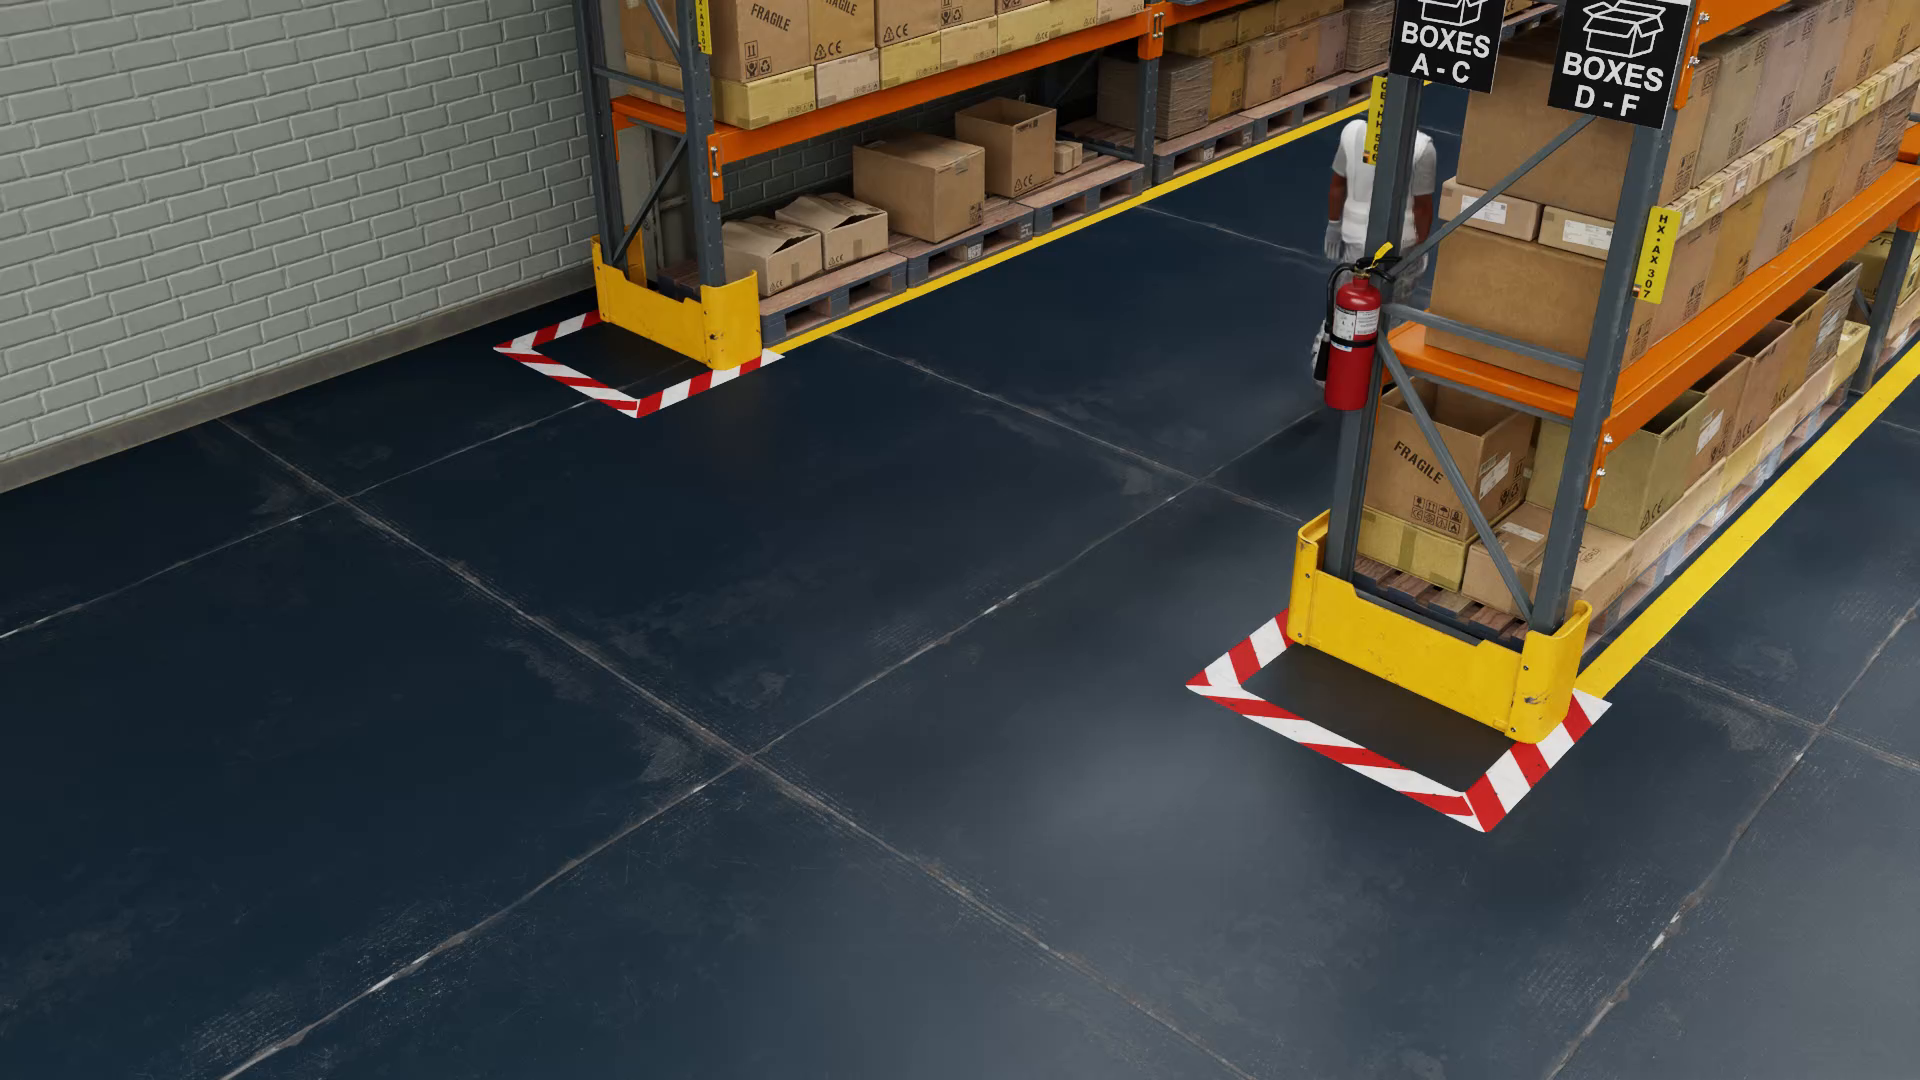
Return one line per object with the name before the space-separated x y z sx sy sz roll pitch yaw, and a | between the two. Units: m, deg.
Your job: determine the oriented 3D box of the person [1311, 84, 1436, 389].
person | 2.160 -1.577 8.697 0.574 1.771 0.710 23 38 33
